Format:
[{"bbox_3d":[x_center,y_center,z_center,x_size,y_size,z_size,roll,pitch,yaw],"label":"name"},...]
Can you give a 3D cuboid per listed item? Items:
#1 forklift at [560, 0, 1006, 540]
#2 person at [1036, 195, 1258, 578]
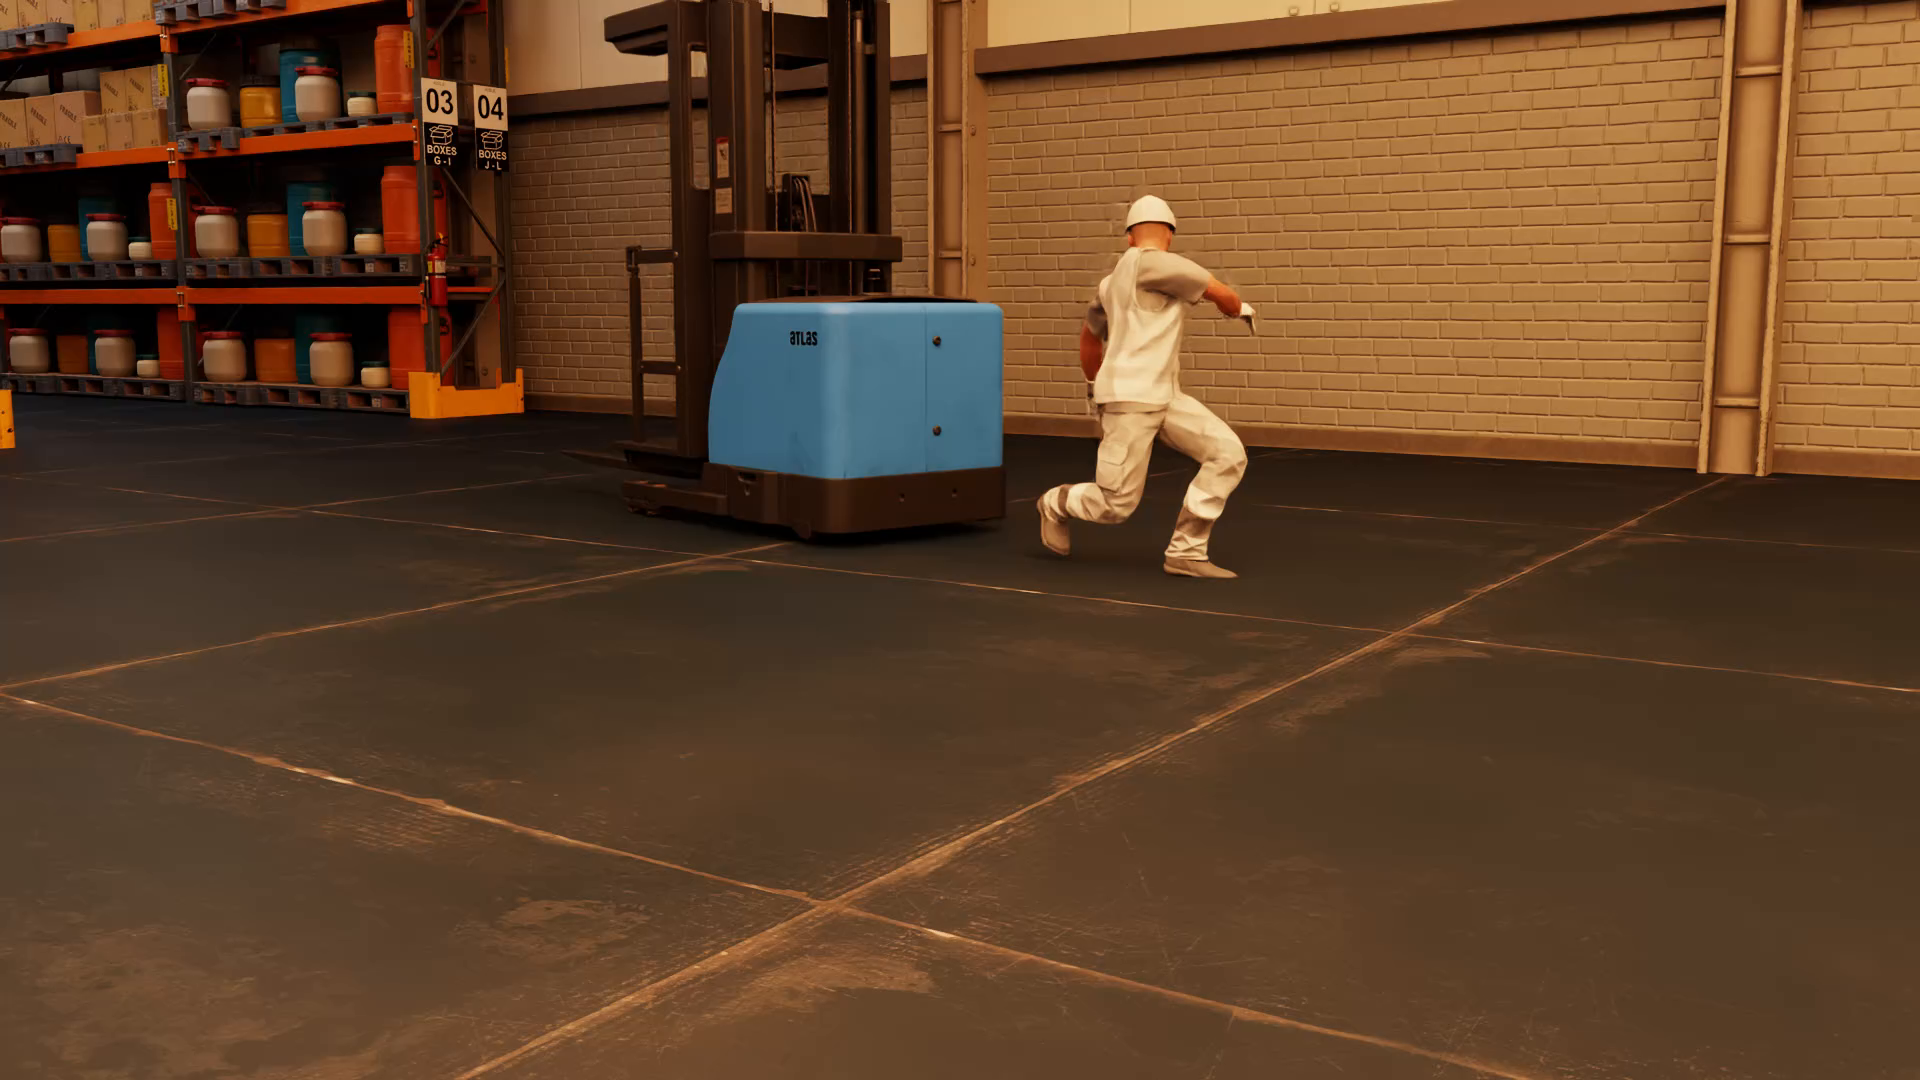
[{"bbox_3d":[-1.104,-1.612,8.529,1.130,2.935,3.031,-7,10,-39],"label":"forklift"},{"bbox_3d":[0.747,-0.624,6.786,0.962,1.538,0.703,4,9,27],"label":"person"}]
